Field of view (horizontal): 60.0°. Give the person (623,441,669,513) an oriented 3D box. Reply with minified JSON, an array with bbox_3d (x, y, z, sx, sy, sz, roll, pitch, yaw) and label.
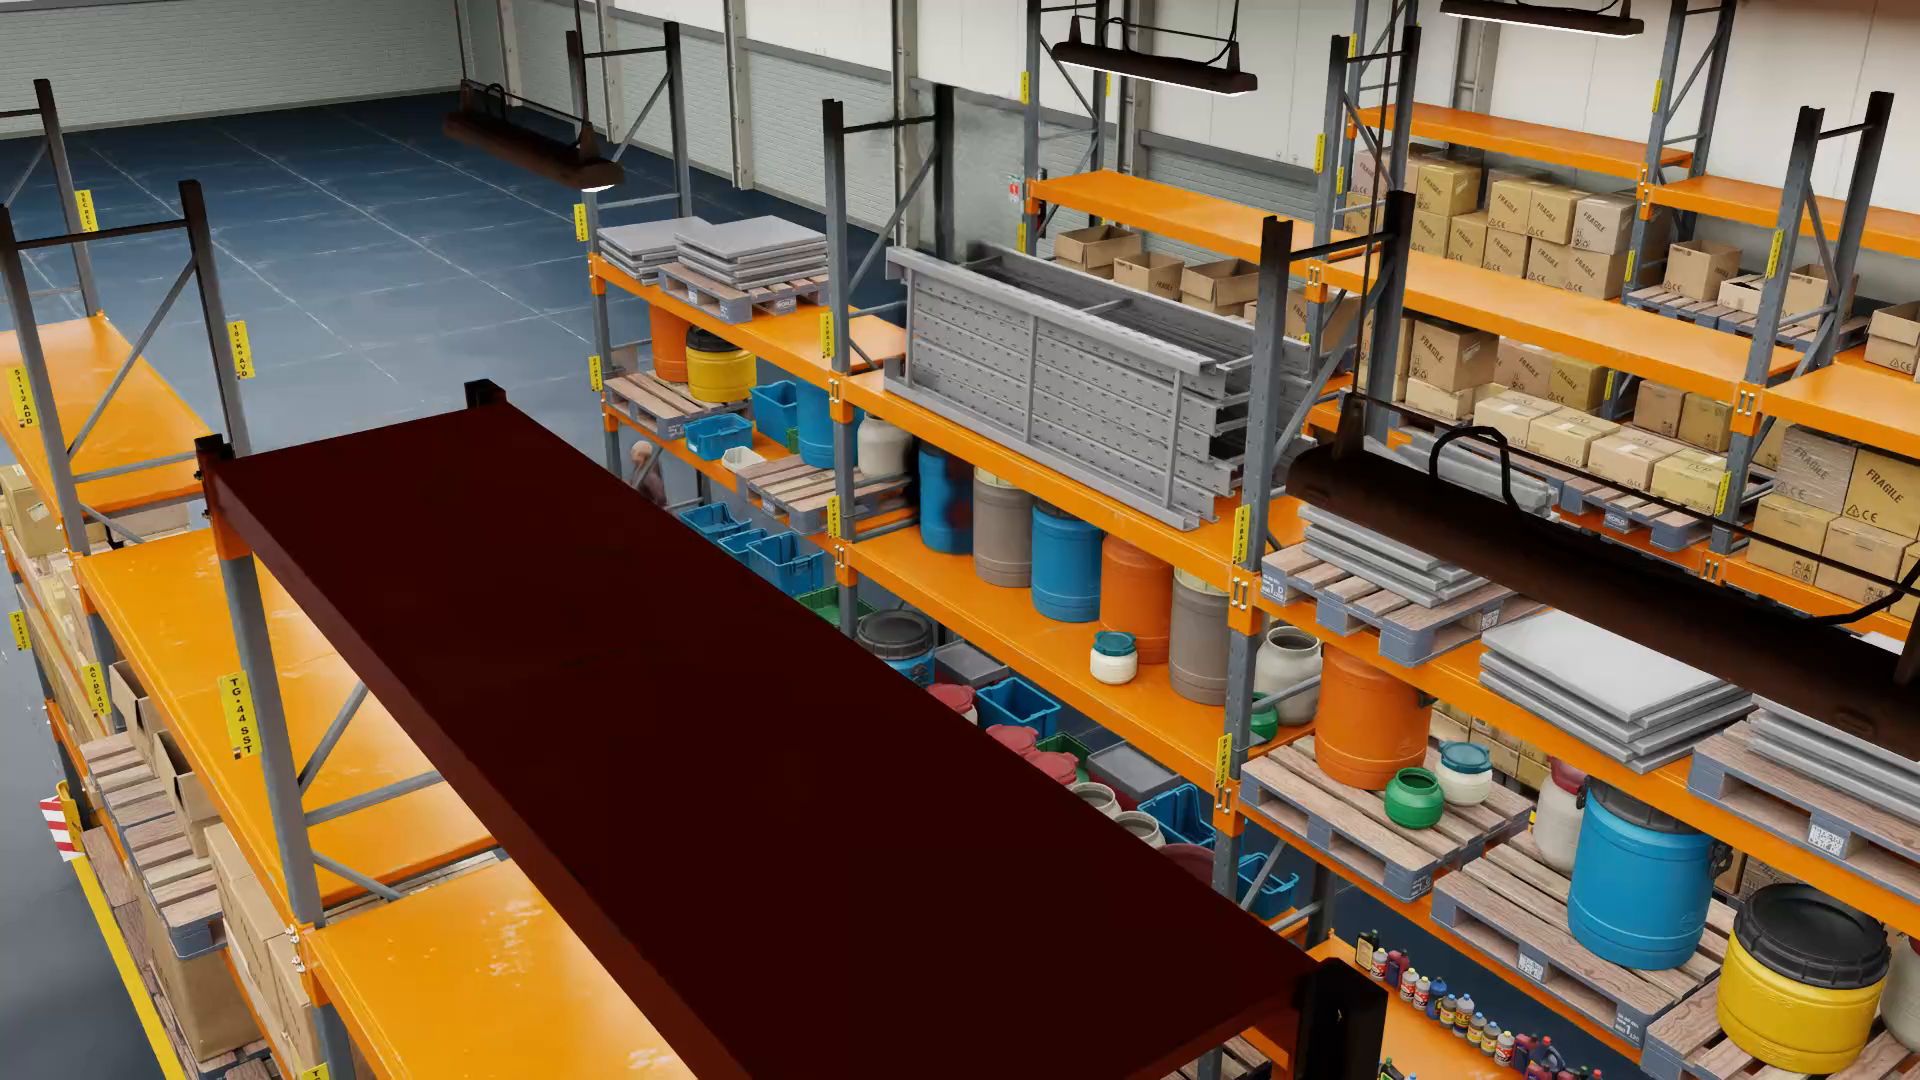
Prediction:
[{"bbox_3d":[-3.281,-0.218,17.398,0.731,1.773,0.713,1,25,2],"label":"person"}]

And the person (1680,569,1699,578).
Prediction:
[{"bbox_3d":[6.454,1.032,14.856,0.557,1.596,0.928,-14,28,-27],"label":"person"}]
